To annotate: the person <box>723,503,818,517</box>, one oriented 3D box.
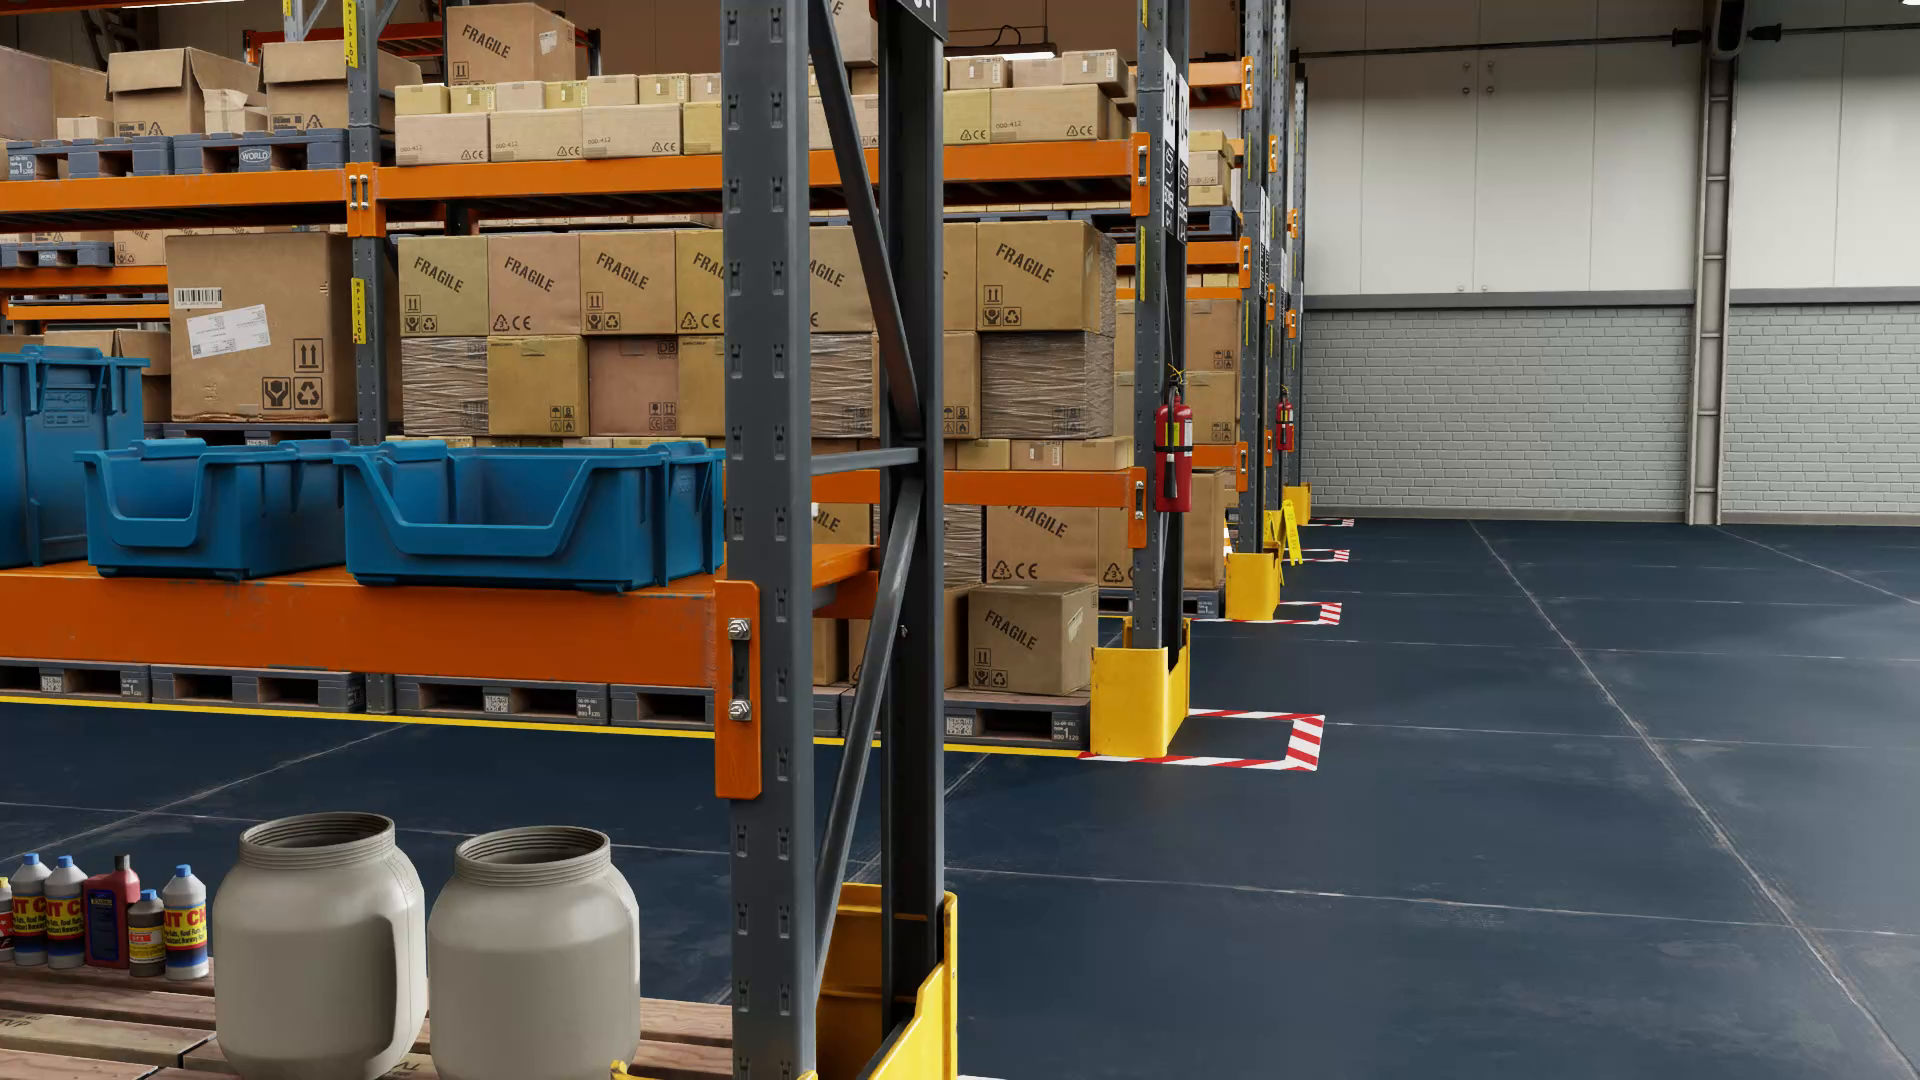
[{"bbox_3d":[-1.186,-0.132,10.457,0.574,1.778,0.487,1,5,15],"label":"person"}]
